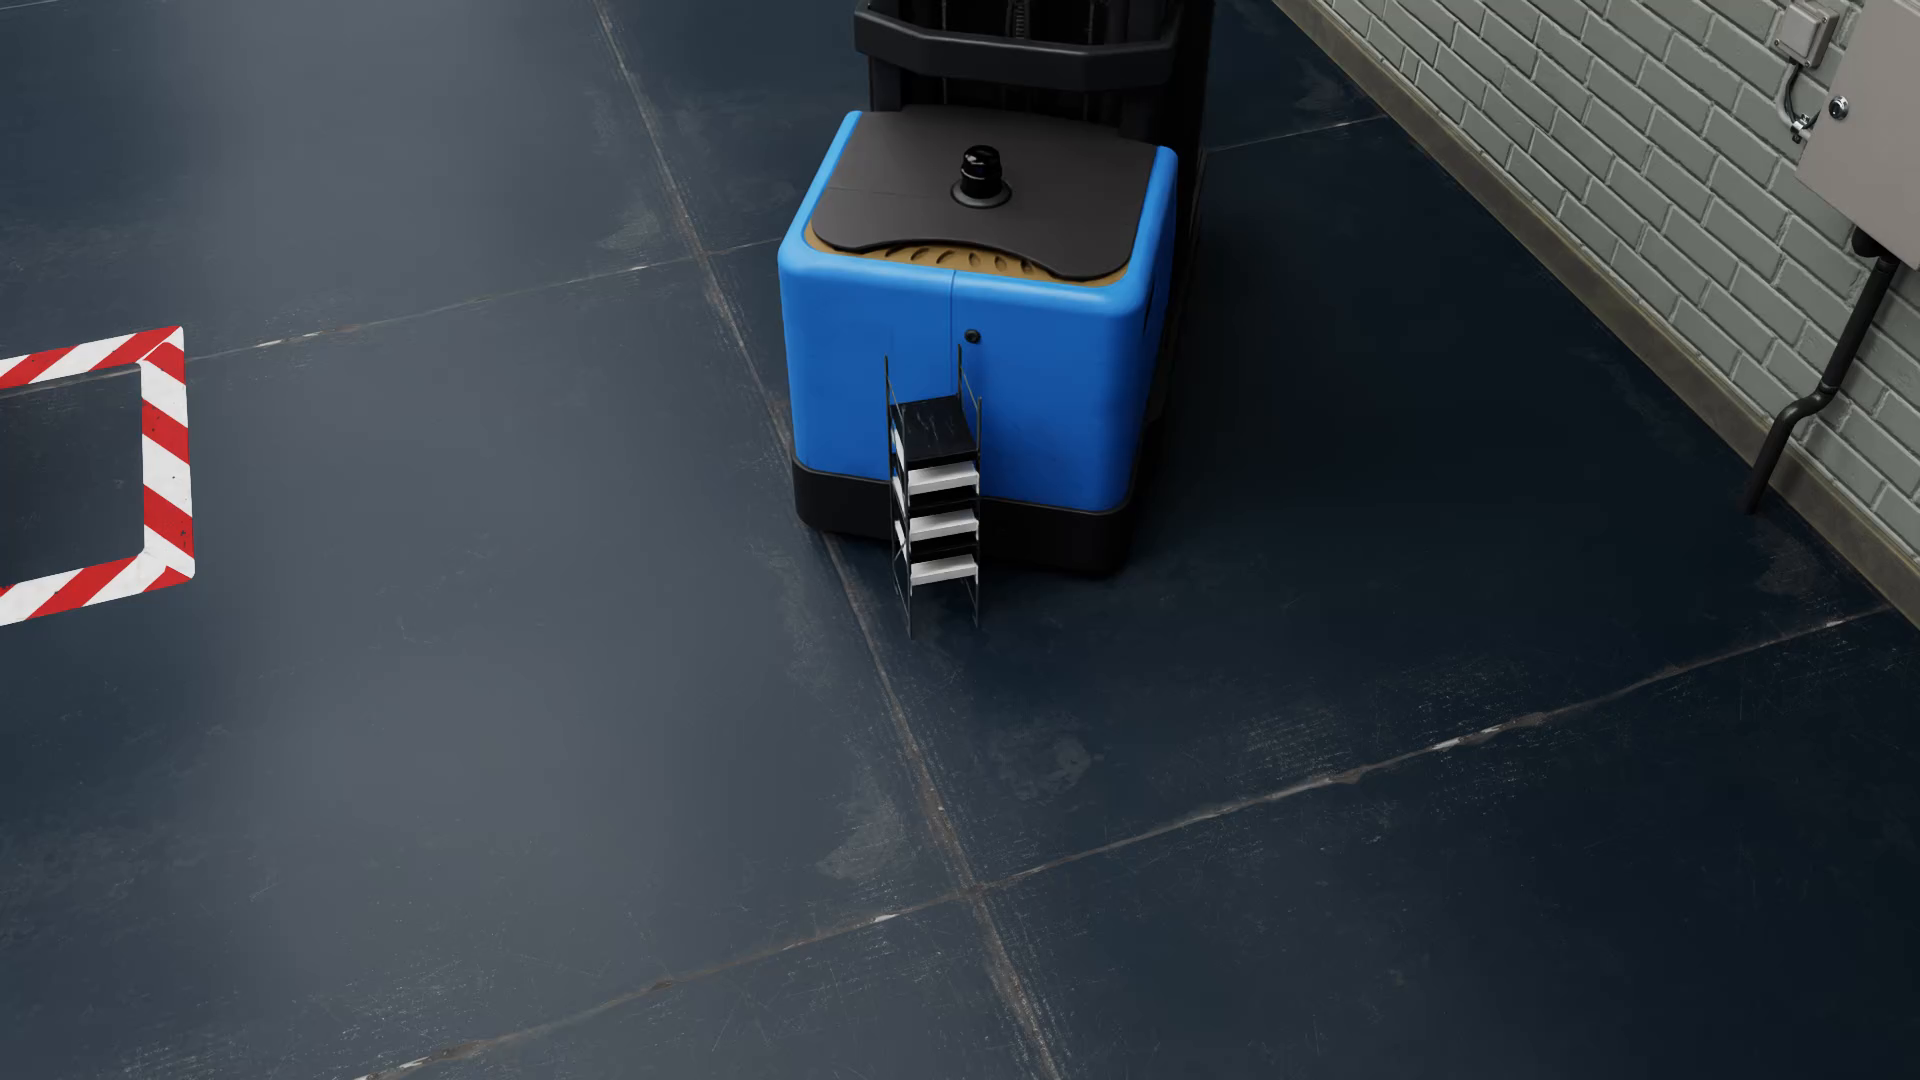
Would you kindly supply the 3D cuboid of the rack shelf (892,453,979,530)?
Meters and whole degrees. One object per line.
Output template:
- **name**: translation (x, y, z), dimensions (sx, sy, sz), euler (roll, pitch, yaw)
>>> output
- **rack shelf**: translation (-0.074, -0.157, 4.691), dimensions (0.200, 0.077, 0.258), euler (-10, 46, -10)

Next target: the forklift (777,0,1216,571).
- **forklift**: translation (0.297, -2.002, 5.176), dimensions (1.130, 2.935, 3.031), euler (9, 46, 9)

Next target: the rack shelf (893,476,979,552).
- **rack shelf**: translation (-0.074, -0.093, 4.755), dimensions (0.200, 0.077, 0.258), euler (-10, 46, -10)

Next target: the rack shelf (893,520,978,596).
- **rack shelf**: translation (-0.074, 0.034, 4.882), dimensions (0.200, 0.077, 0.258), euler (-10, 46, -10)

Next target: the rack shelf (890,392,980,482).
- **rack shelf**: translation (-0.074, -0.284, 4.564), dimensions (0.200, 0.077, 0.258), euler (-10, 46, -10)

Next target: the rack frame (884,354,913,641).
- **rack frame**: translation (-0.173, -0.100, 4.714), dimensions (0.006, 0.900, 0.240), euler (-10, 46, -10)

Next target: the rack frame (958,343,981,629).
- **rack frame**: translation (0.025, -0.134, 4.748), dimensions (0.006, 0.900, 0.240), euler (-10, 46, -10)

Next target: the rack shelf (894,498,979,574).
- **rack shelf**: translation (-0.074, -0.030, 4.819), dimensions (0.200, 0.077, 0.258), euler (-10, 46, -10)

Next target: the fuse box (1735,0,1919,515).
- **fuse box**: translation (2.508, -0.679, 4.718), dimensions (0.414, 1.711, 0.539), euler (-14, 47, -14)

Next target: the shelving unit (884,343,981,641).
- **shelving unit**: translation (-0.074, -0.117, 4.731), dimensions (0.210, 0.900, 0.258), euler (-10, 46, -10)

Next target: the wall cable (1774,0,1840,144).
- **wall cable**: translation (2.424, -1.985, 4.393), dimensions (0.122, 1.984, 0.588), euler (-14, 47, -14)

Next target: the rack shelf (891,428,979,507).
- **rack shelf**: translation (-0.074, -0.220, 4.627), dimensions (0.200, 0.077, 0.258), euler (-10, 46, -10)
